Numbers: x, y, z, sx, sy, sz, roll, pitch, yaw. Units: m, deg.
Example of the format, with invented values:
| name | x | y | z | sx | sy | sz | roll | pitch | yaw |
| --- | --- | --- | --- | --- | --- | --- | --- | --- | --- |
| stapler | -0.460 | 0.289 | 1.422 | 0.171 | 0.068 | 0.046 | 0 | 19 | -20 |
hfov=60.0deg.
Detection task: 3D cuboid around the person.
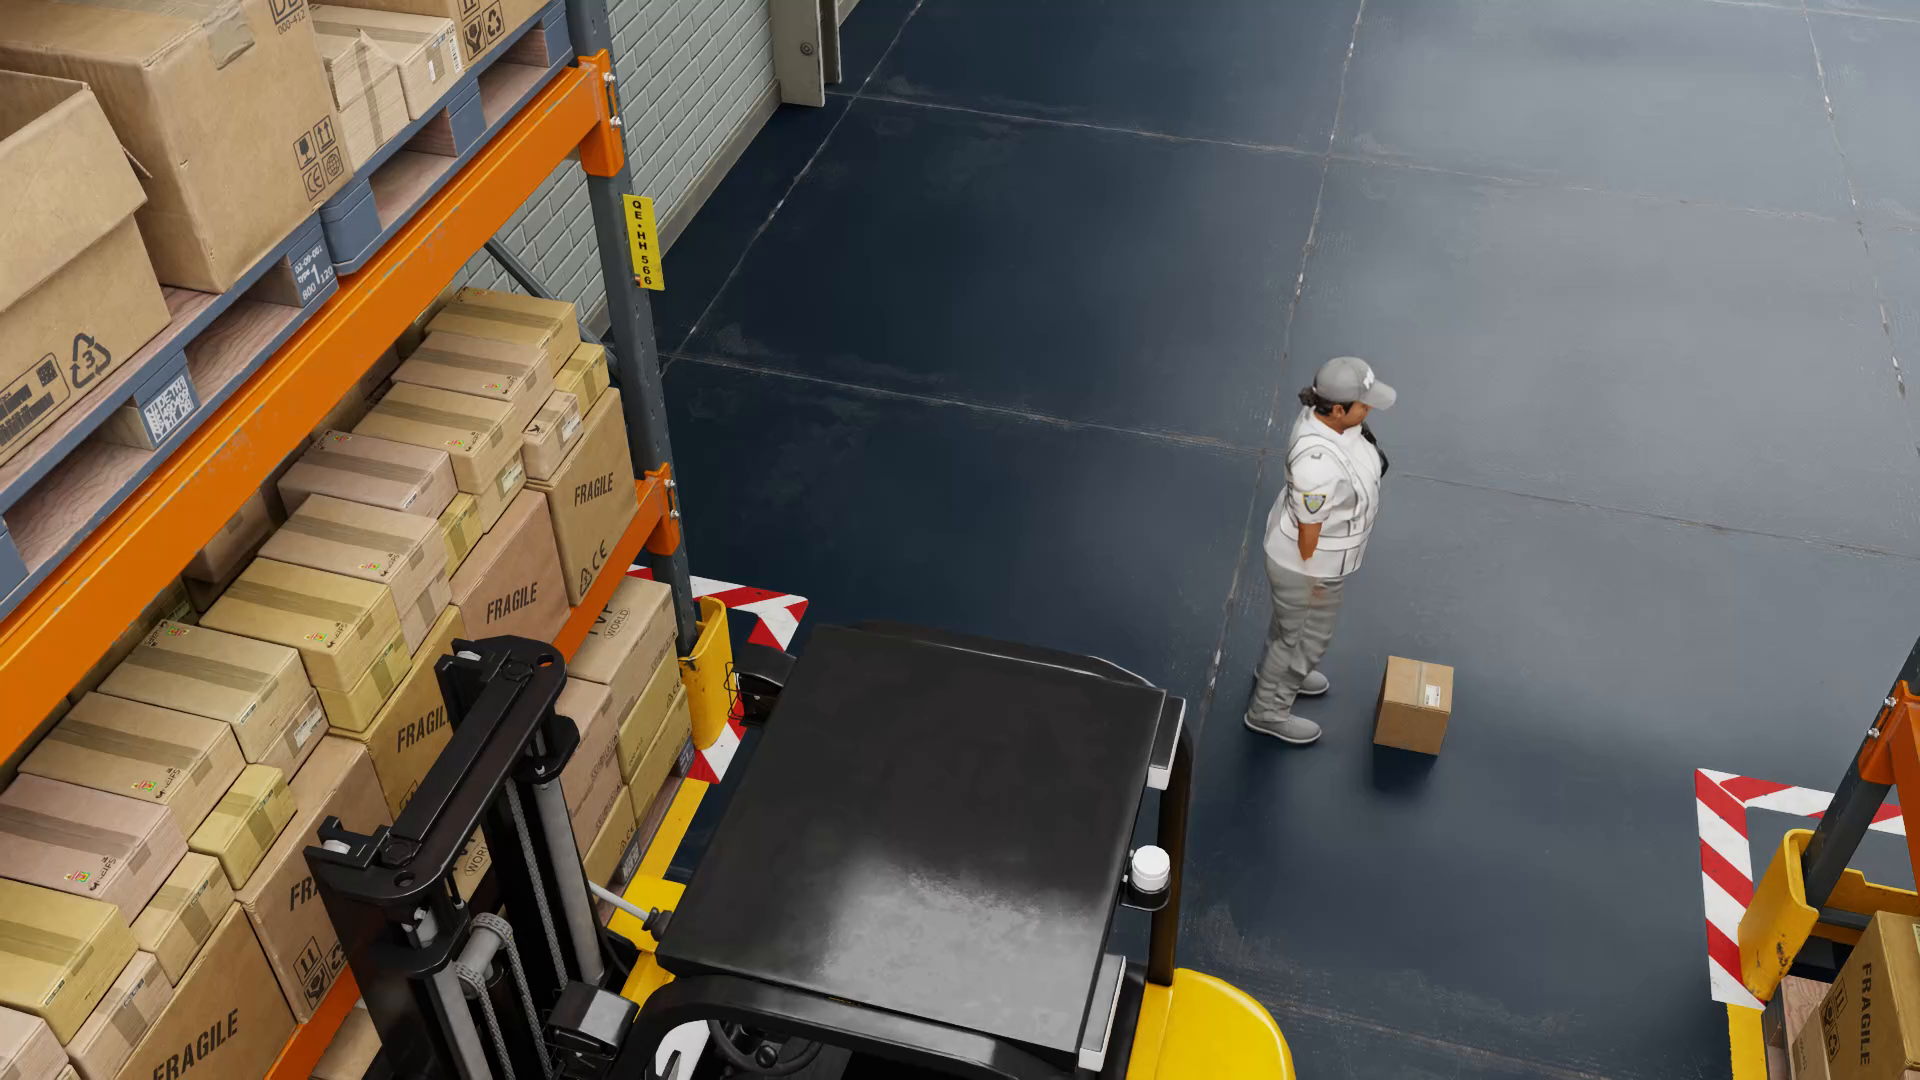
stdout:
| name | x | y | z | sx | sy | sz | roll | pitch | yaw |
| --- | --- | --- | --- | --- | --- | --- | --- | --- | --- |
| person | 1.305 | 0.101 | 6.172 | 0.380 | 1.354 | 0.425 | 11 | 42 | 12 |
